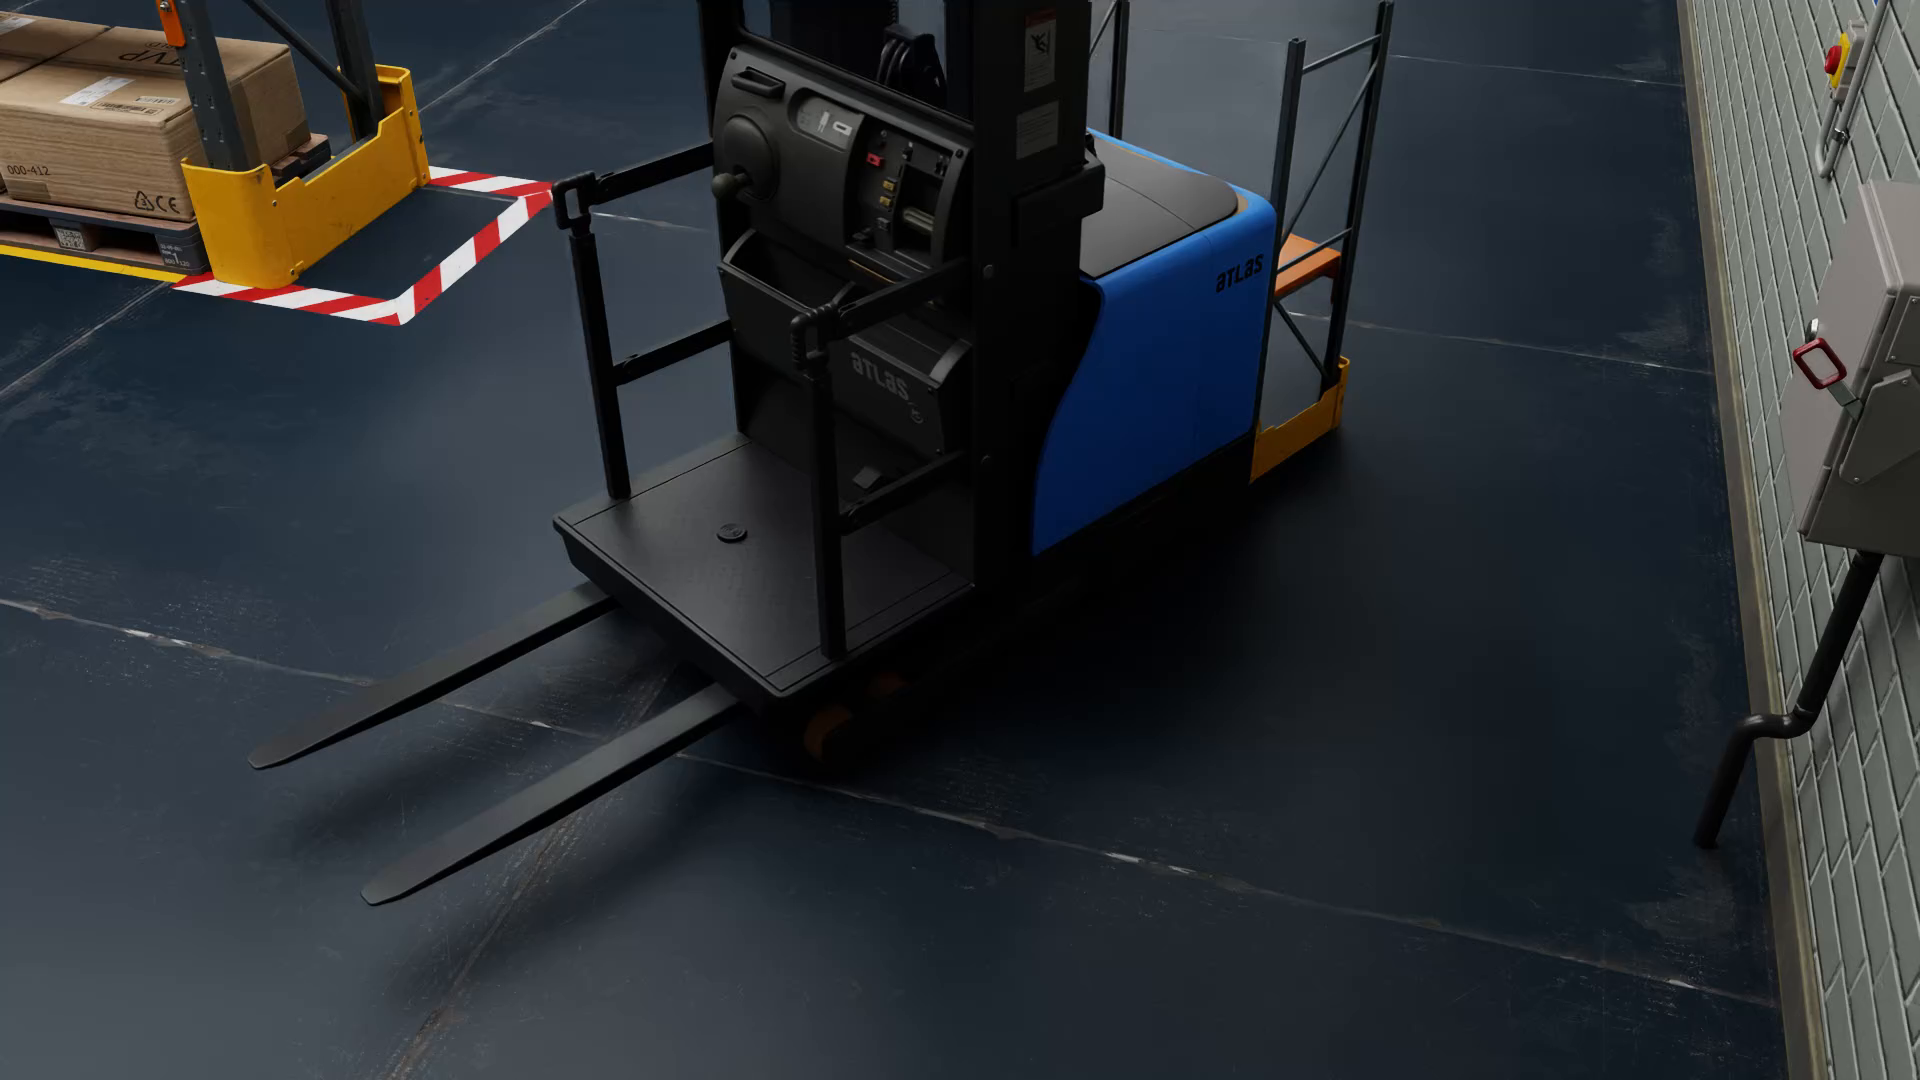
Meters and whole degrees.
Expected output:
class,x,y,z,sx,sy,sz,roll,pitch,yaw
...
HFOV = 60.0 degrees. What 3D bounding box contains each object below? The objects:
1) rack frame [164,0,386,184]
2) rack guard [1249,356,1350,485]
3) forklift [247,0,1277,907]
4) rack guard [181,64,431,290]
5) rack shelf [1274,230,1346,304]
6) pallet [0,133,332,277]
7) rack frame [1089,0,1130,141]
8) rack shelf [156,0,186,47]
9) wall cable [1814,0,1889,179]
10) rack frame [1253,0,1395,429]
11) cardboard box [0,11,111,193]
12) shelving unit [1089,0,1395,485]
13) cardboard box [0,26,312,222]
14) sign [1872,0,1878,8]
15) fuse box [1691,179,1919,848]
class,x,y,z,sx,sy,sz,roll,pitch,yaw
rack frame,-2.747,-2.571,6.291,0.127,3.000,1.000,10,38,14
rack guard,1.120,-0.412,5.677,0.087,0.250,0.587,30,46,35
forklift,-0.473,-0.918,4.104,3.031,2.935,1.130,-29,45,-33
rack guard,-2.724,-1.560,7.026,0.348,0.500,1.175,10,38,14
rack shelf,0.759,-0.982,5.701,1.000,0.185,0.538,30,46,35
pallet,-3.533,-1.545,7.250,1.213,0.211,1.003,10,38,14
rack frame,0.398,-1.339,5.882,0.032,1.500,0.500,30,46,35
rack shelf,-4.656,-2.635,6.985,4.000,0.370,1.077,10,38,14
wall cable,2.643,-2.009,4.645,0.123,1.953,0.585,10,38,14
rack frame,1.121,-0.914,5.306,0.032,1.500,0.500,30,46,35
cardboard box,-4.282,-1.925,7.221,0.875,0.438,0.875,11,38,15
shelving unit,0.766,-1.123,5.589,1.083,1.500,0.587,30,46,35
cardboard box,-3.406,-1.768,7.008,0.875,0.438,0.875,9,37,12
sign,2.715,-1.713,4.897,0.001,0.218,0.327,10,38,14
fuse box,1.877,0.094,3.757,0.414,1.711,0.539,10,38,14
